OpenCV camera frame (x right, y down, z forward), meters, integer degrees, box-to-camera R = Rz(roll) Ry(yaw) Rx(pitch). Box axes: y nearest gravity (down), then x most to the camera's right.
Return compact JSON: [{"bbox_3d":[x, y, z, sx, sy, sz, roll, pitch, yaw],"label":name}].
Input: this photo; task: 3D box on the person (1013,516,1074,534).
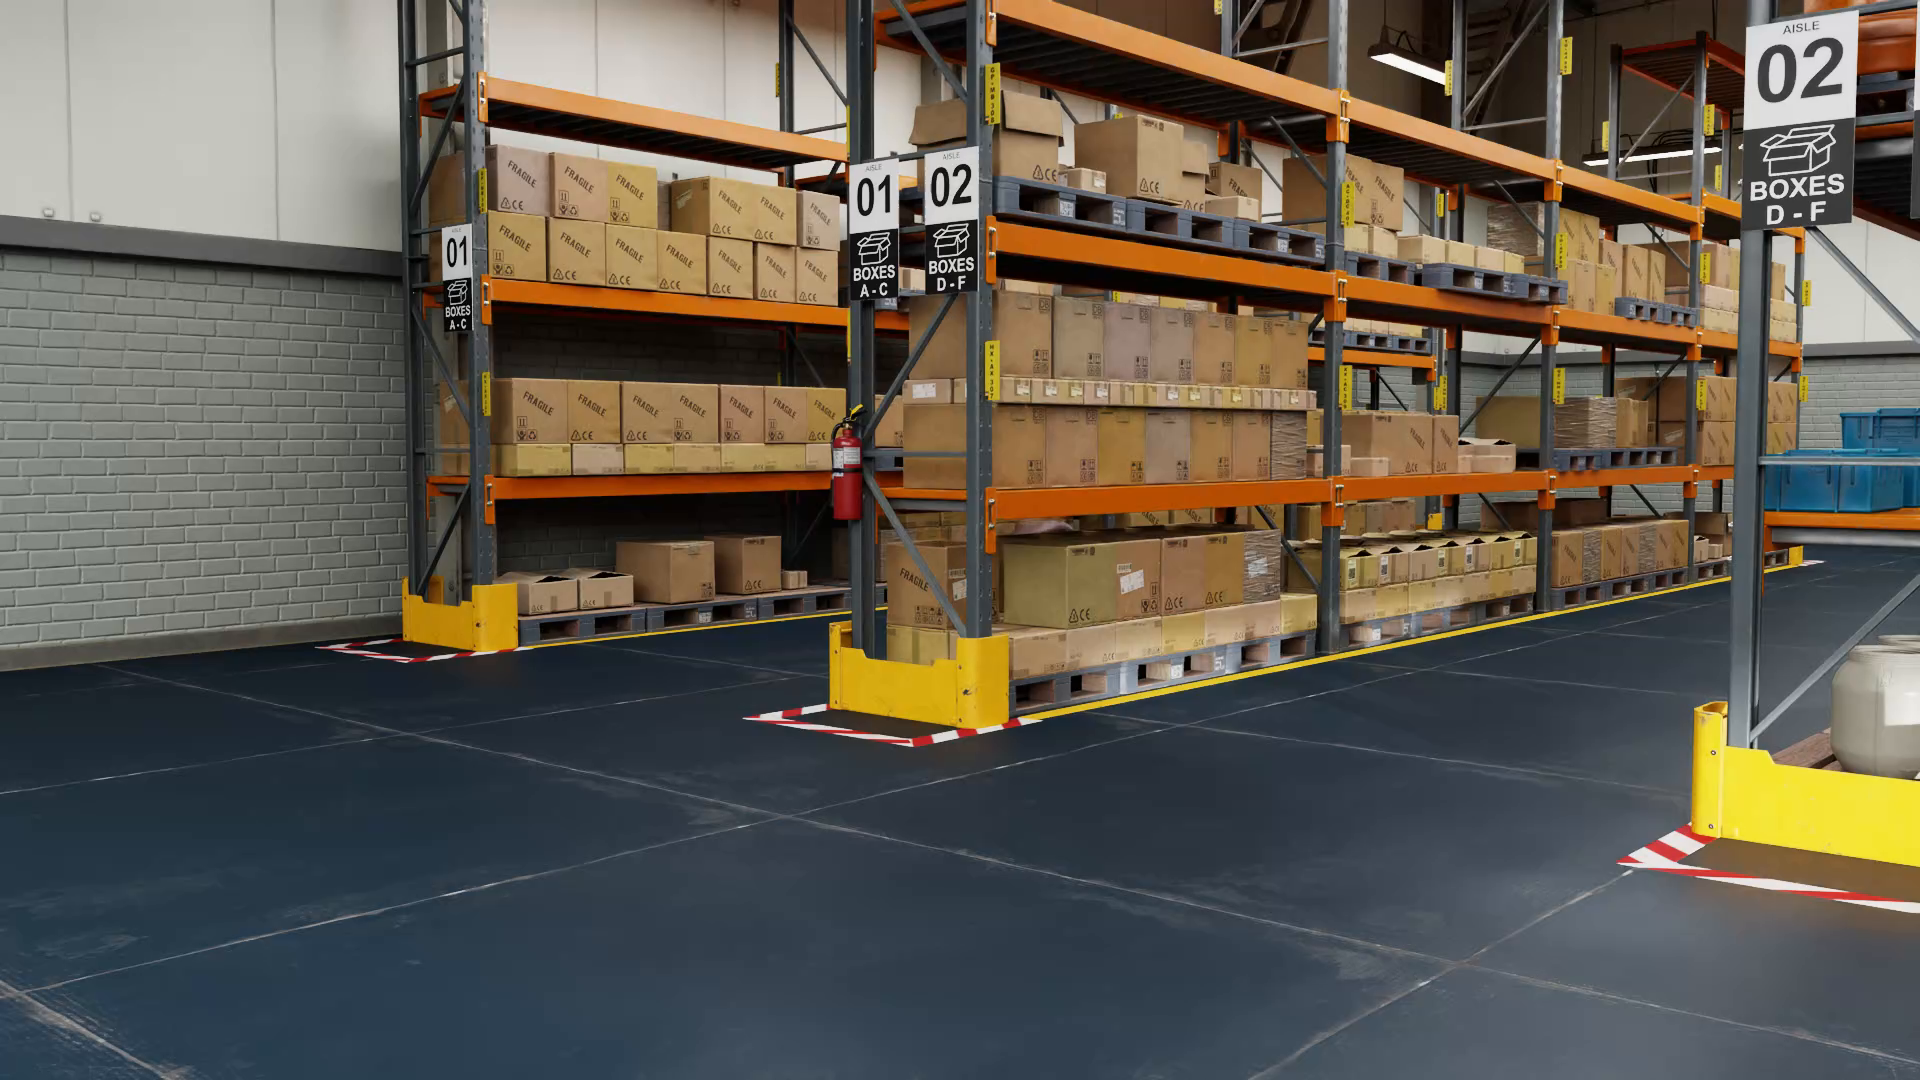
[{"bbox_3d":[0.614,0.285,12.991,0.611,1.054,0.879,3,5,42],"label":"person"}]
